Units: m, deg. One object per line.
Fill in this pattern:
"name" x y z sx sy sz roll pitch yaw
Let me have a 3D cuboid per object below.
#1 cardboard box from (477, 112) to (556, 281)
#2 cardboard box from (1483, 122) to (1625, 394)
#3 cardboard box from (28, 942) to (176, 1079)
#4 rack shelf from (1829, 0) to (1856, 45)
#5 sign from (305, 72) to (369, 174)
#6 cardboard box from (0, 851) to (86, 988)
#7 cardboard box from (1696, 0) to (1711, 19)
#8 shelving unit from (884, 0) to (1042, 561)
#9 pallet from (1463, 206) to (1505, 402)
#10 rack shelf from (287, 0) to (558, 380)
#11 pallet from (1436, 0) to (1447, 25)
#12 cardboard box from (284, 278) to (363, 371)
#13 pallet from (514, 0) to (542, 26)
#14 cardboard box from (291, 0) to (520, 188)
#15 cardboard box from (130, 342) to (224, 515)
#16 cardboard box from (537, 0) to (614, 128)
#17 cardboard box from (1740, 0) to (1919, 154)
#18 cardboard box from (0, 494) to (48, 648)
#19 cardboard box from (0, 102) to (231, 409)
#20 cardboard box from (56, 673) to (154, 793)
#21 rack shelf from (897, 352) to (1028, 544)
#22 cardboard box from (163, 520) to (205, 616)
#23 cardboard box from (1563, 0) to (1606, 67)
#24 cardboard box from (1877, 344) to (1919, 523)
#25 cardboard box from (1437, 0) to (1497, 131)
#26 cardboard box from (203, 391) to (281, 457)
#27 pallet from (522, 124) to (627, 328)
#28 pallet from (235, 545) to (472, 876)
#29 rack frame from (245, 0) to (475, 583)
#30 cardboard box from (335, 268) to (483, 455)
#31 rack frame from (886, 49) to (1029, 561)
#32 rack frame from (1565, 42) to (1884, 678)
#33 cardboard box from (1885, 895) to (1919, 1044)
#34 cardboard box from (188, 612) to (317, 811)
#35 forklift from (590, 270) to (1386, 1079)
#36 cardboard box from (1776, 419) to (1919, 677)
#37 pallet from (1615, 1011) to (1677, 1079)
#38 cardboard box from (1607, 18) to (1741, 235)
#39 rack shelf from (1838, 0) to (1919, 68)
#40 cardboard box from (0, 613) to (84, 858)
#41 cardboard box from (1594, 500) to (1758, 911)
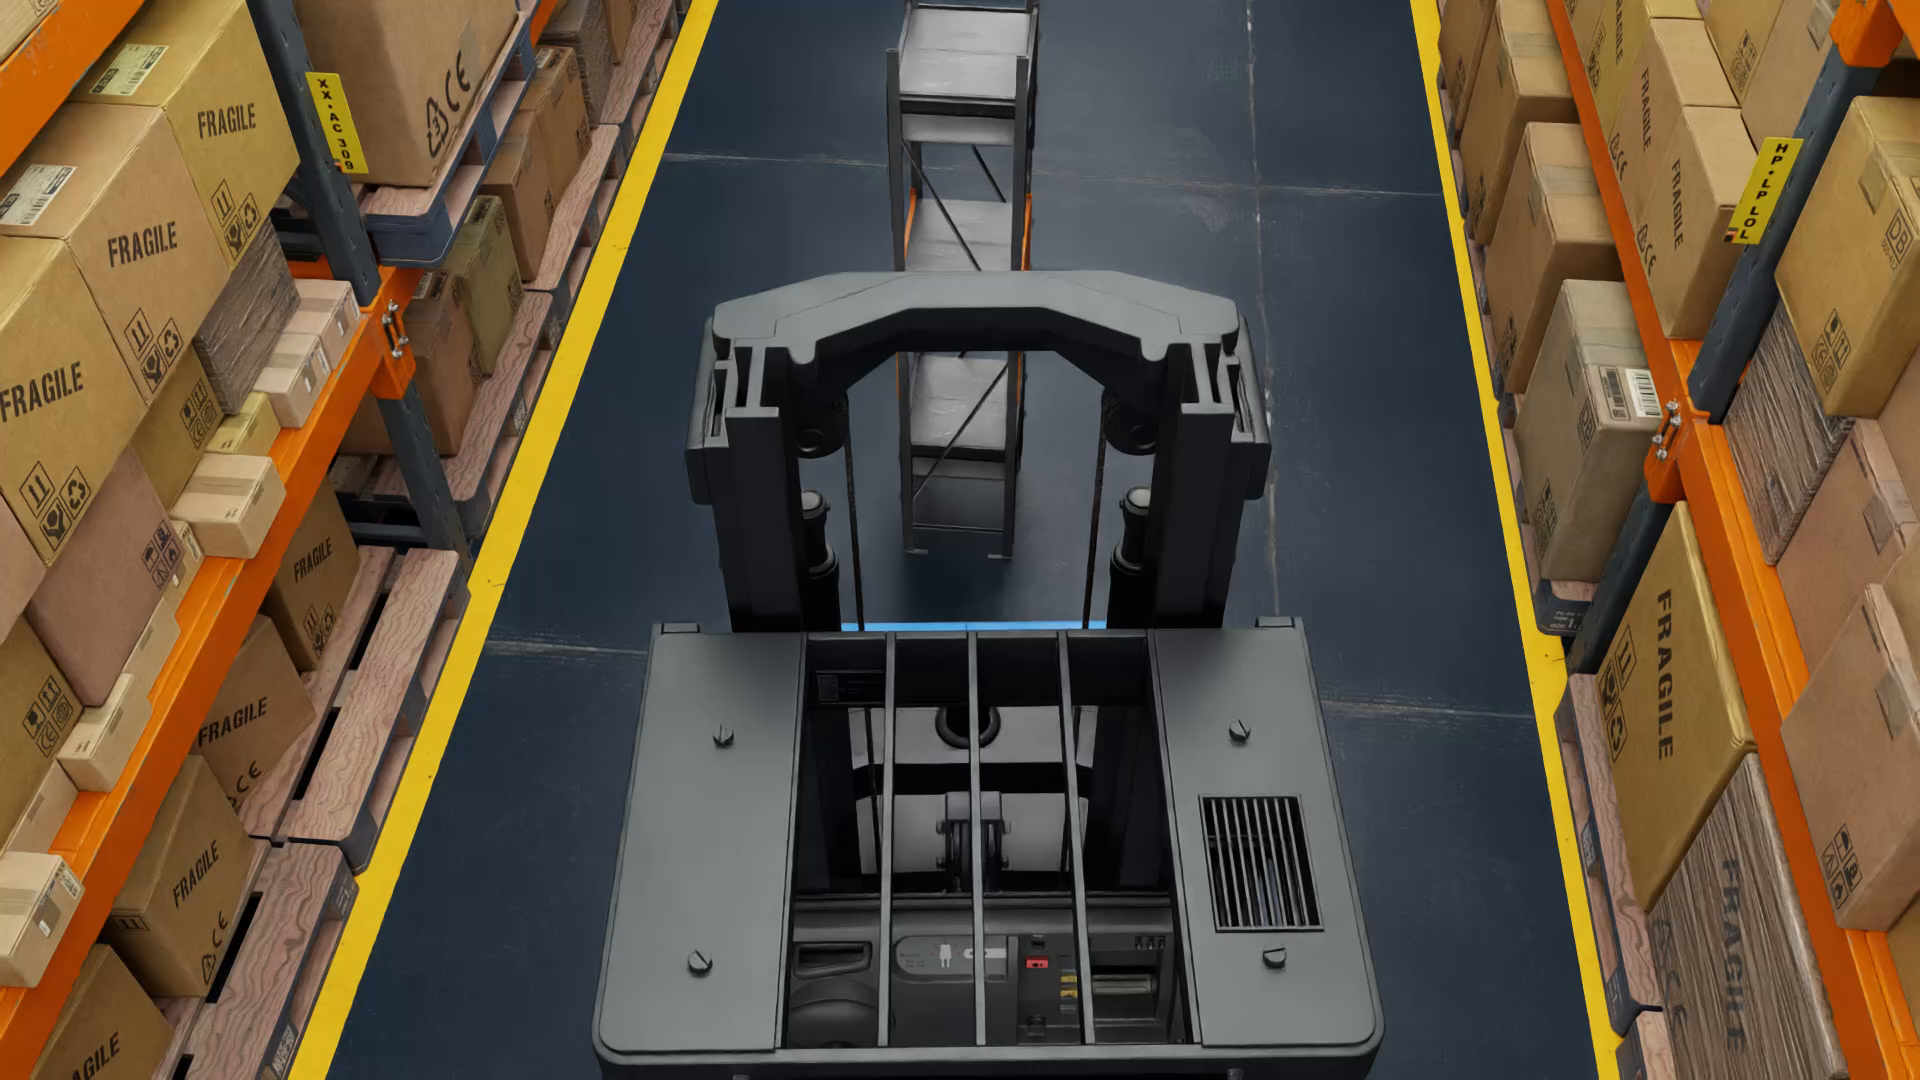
"cardboard box" -2.116 -1.431 6.922 0.700 0.500 0.500 0 48 0
"cardboard box" 2.683 -1.062 6.428 1.050 0.750 0.750 4 48 4
"cardboard box" -2.501 1.367 4.376 0.500 0.500 0.500 8 48 7
"rack shelf" 2.806 -2.748 5.185 1.077 0.370 4.000 4 48 4
"sign" -1.765 -1.178 4.708 0.100 0.325 0.005 4 48 4
"cardboard box" -2.174 0.819 3.639 0.380 0.149 0.250 4 48 4
"cardboard box" 2.755 -1.994 5.296 0.700 0.500 0.500 4 48 4
"shelving unit" 0.015 -0.830 5.586 0.431 2.100 0.503 4 48 4
"pallet" 2.728 -1.038 7.057 1.003 0.211 1.213 4 48 4
"rack shelf" -2.124 -2.143 6.665 1.077 0.370 4.000 4 48 4
"pallet" 3.061 -3.081 8.925 1.003 0.211 1.213 4 48 4
"cardboard box" -2.033 -0.654 4.985 0.380 0.149 0.250 4 48 4
"pallet" -2.081 -2.333 6.481 1.003 0.211 1.213 4 48 4
"cardboard box" -2.094 -1.835 5.204 1.000 1.000 1.000 4 48 4
"cardboard box" -2.489 -0.359 4.276 0.875 0.500 0.500 4 48 4
"cardboard box" -2.021 -2.258 7.678 0.700 0.500 0.500 0 48 0
"cardboard box" 2.663 -1.245 4.610 0.700 0.500 0.500 3 48 3
"cardboard box" -2.213 0.063 3.212 0.500 0.500 0.500 4 48 4
"cardboard box" -2.117 -0.671 3.884 0.500 0.500 0.500 4 48 4
"cardboard box" -2.184 0.448 3.978 0.380 0.149 0.250 4 48 4
"rack shelf" 0.015 -0.349 6.113 0.431 0.518 0.480 4 48 4
"cardboard box" -2.214 0.075 4.319 0.380 0.149 0.250 4 48 4
"cardboard box" 2.541 -2.059 6.033 0.500 0.500 0.500 3 48 3
"cardboard box" 2.622 -0.243 3.606 0.875 0.550 0.550 4 48 4
"cardboard box" 2.843 -2.389 7.642 1.050 0.750 0.750 3 48 3
"cardboard box" -2.148 -0.291 4.654 0.380 0.149 0.250 4 48 4
"pallet" -2.128 -1.446 7.430 1.003 0.211 1.213 4 48 4
"pallet" -2.332 0.521 5.631 1.003 0.211 1.213 4 48 4
"rack frame" -2.306 -0.916 5.055 1.000 3.000 0.127 4 48 4
"cardboard box" -2.229 -0.671 6.227 0.700 0.500 0.500 1 48 1
"rack frame" -0.007 -0.651 5.422 0.400 2.100 0.015 4 48 4
"rack frame" 2.624 -0.508 4.682 1.000 3.000 0.127 4 48 4
"cardboard box" 2.460 0.904 3.289 0.875 0.550 0.500 4 48 4
"cardboard box" -2.427 0.498 5.171 0.500 0.500 0.500 18 50 16
"forklift" 0.034 1.050 3.303 1.130 2.935 3.031 -1 48 0
"cardboard box" 2.575 0.119 4.007 0.875 0.550 0.550 4 48 4
"pallet" 2.368 1.885 4.383 1.003 0.211 1.213 4 48 4
"cardboard box" 2.451 -1.315 5.352 0.500 0.500 0.500 3 48 3
"rack shelf" 2.442 0.192 2.497 1.077 0.370 4.000 4 48 4
"cardboard box" -2.521 0.380 3.600 0.875 0.500 0.500 4 48 4
"cardboard box" 2.497 0.524 4.893 0.875 0.875 0.875 5 48 4
